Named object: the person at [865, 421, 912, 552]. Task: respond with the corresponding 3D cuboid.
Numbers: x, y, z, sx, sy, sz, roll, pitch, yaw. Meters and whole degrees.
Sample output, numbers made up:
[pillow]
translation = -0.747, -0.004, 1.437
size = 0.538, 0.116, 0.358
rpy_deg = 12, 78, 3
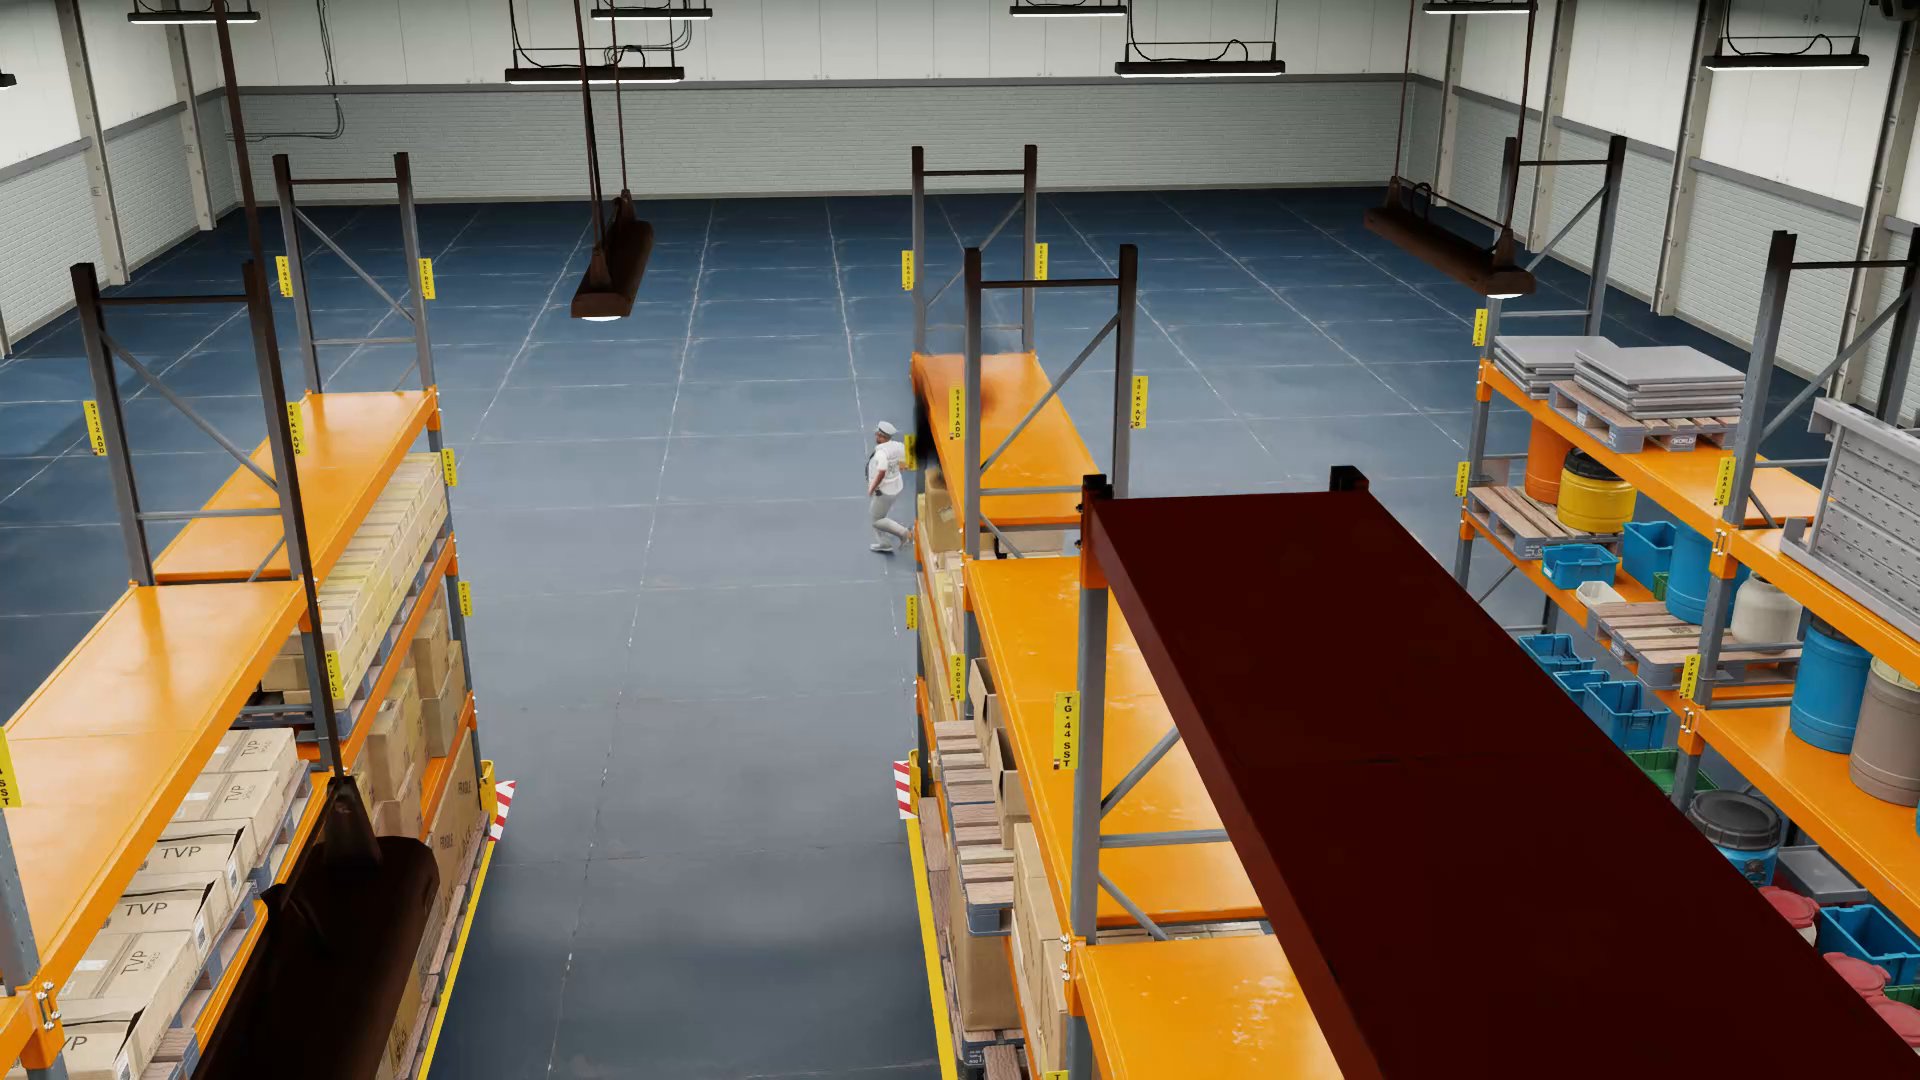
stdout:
[person]
translation = -0.872, -0.639, 20.915
size = 0.662, 1.747, 0.690
rpy_deg = 9, 23, 21
